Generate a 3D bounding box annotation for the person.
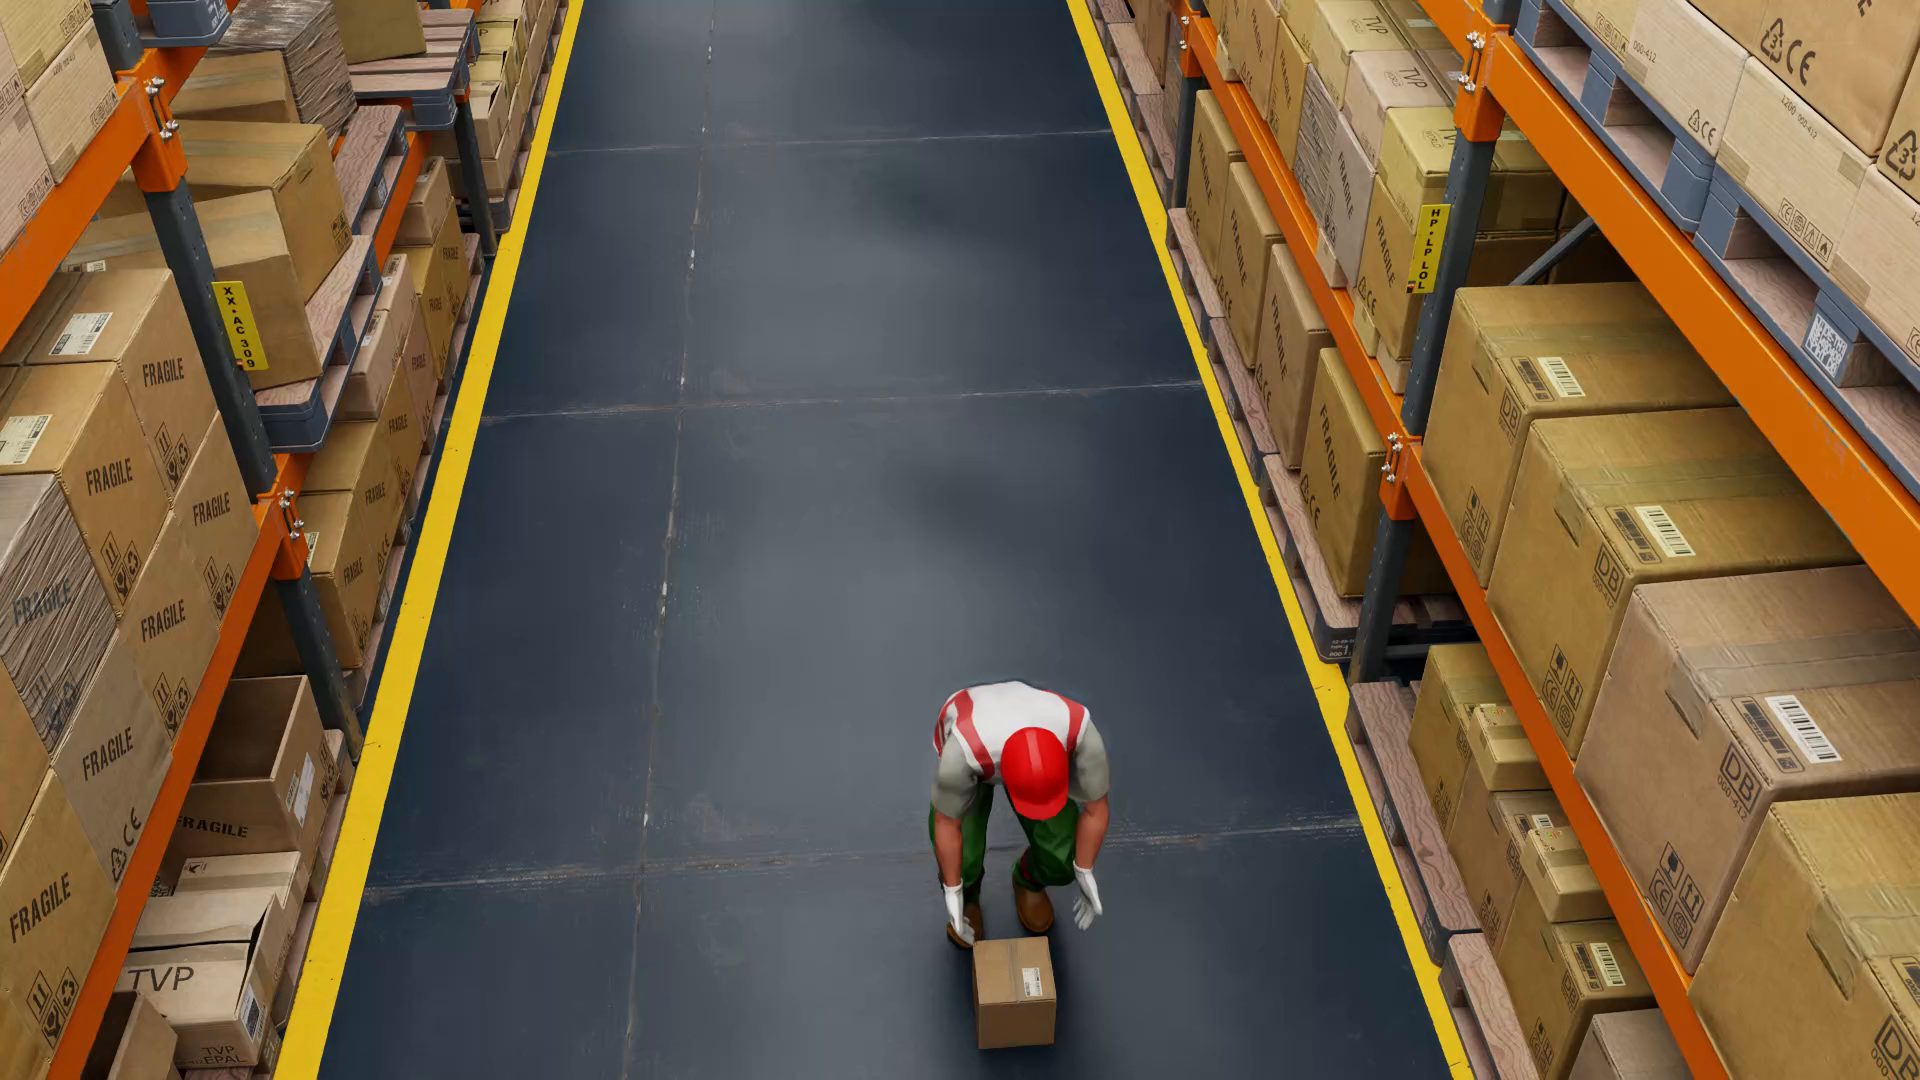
[{"bbox_3d":[0.186,0.876,5.491,0.582,1.230,0.837,-3,39,-4],"label":"person"}]
